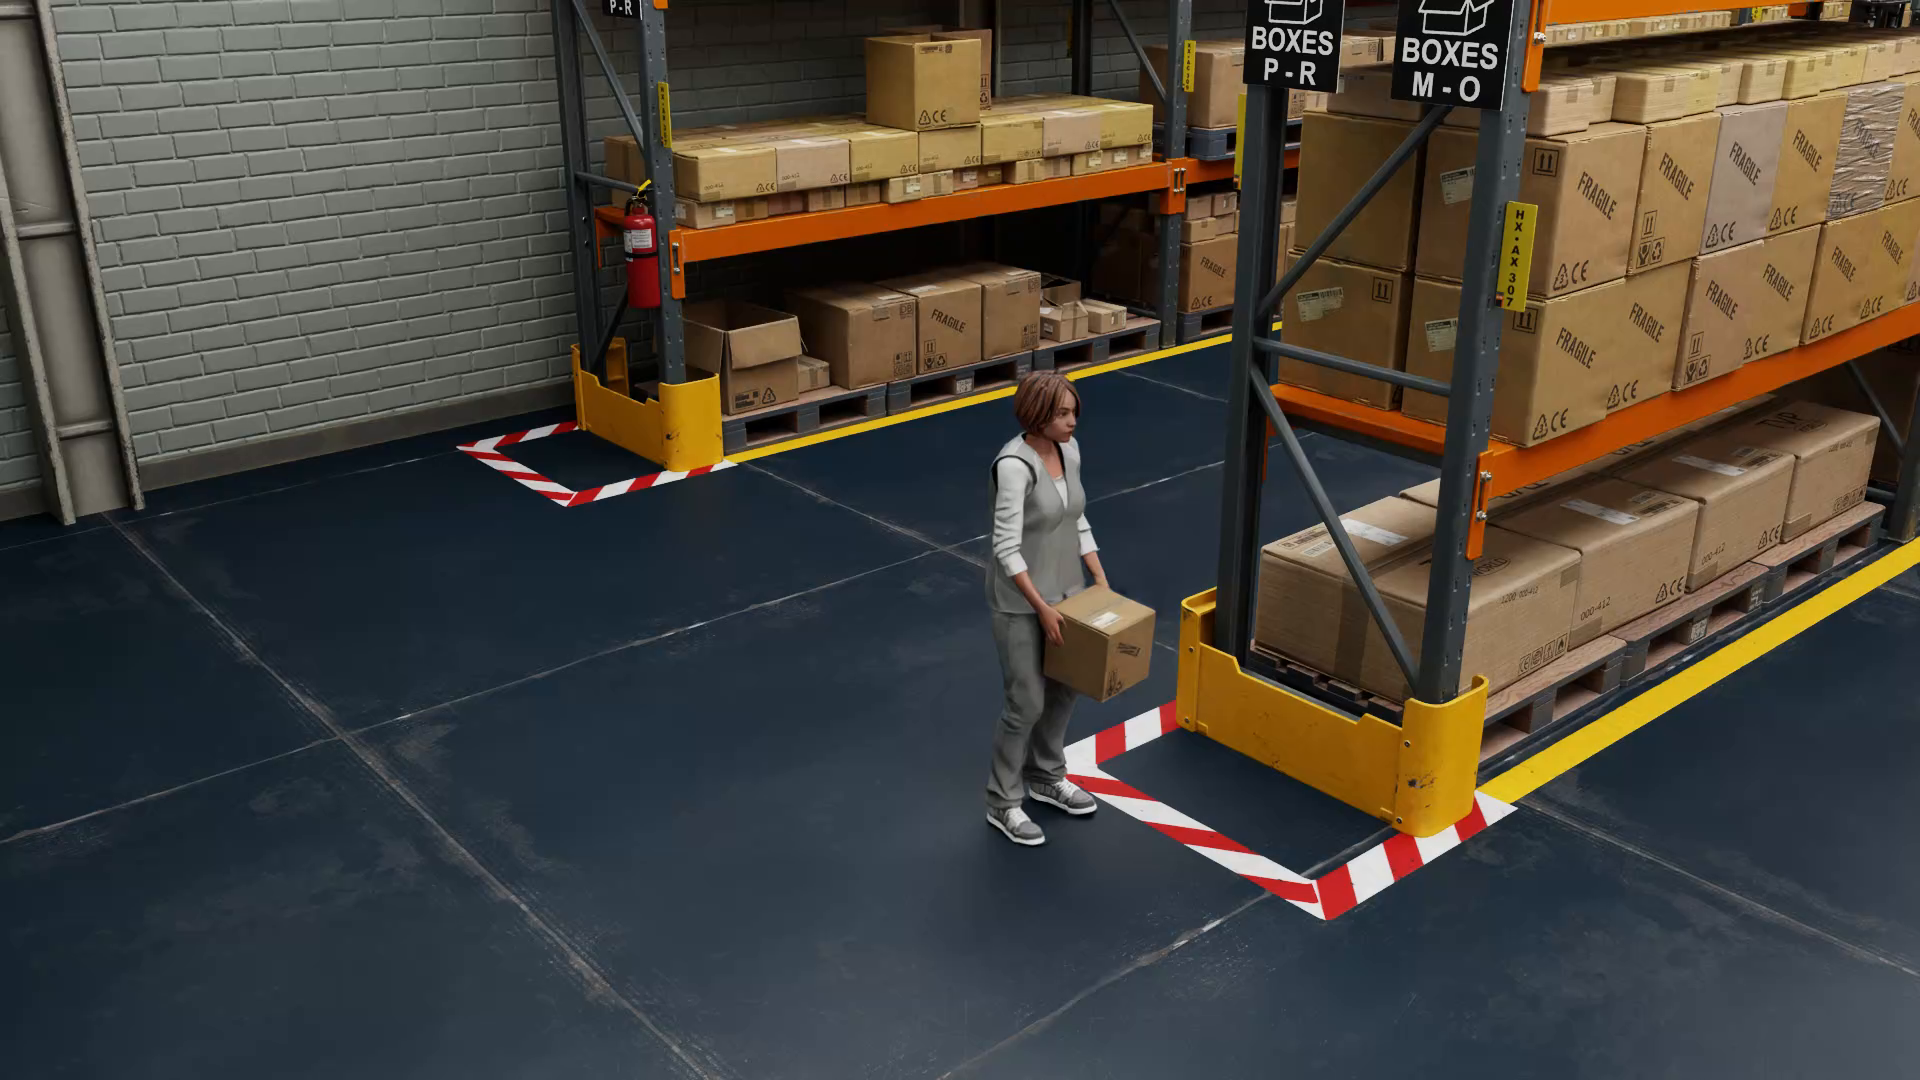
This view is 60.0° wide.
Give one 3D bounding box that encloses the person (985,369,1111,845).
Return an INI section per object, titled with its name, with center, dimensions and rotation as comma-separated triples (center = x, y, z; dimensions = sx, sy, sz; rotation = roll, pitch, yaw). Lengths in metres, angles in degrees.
[person]
center = 0.287, 0.215, 5.533
dimensions = 0.384, 1.602, 0.444
rotation = 18, 28, 38
